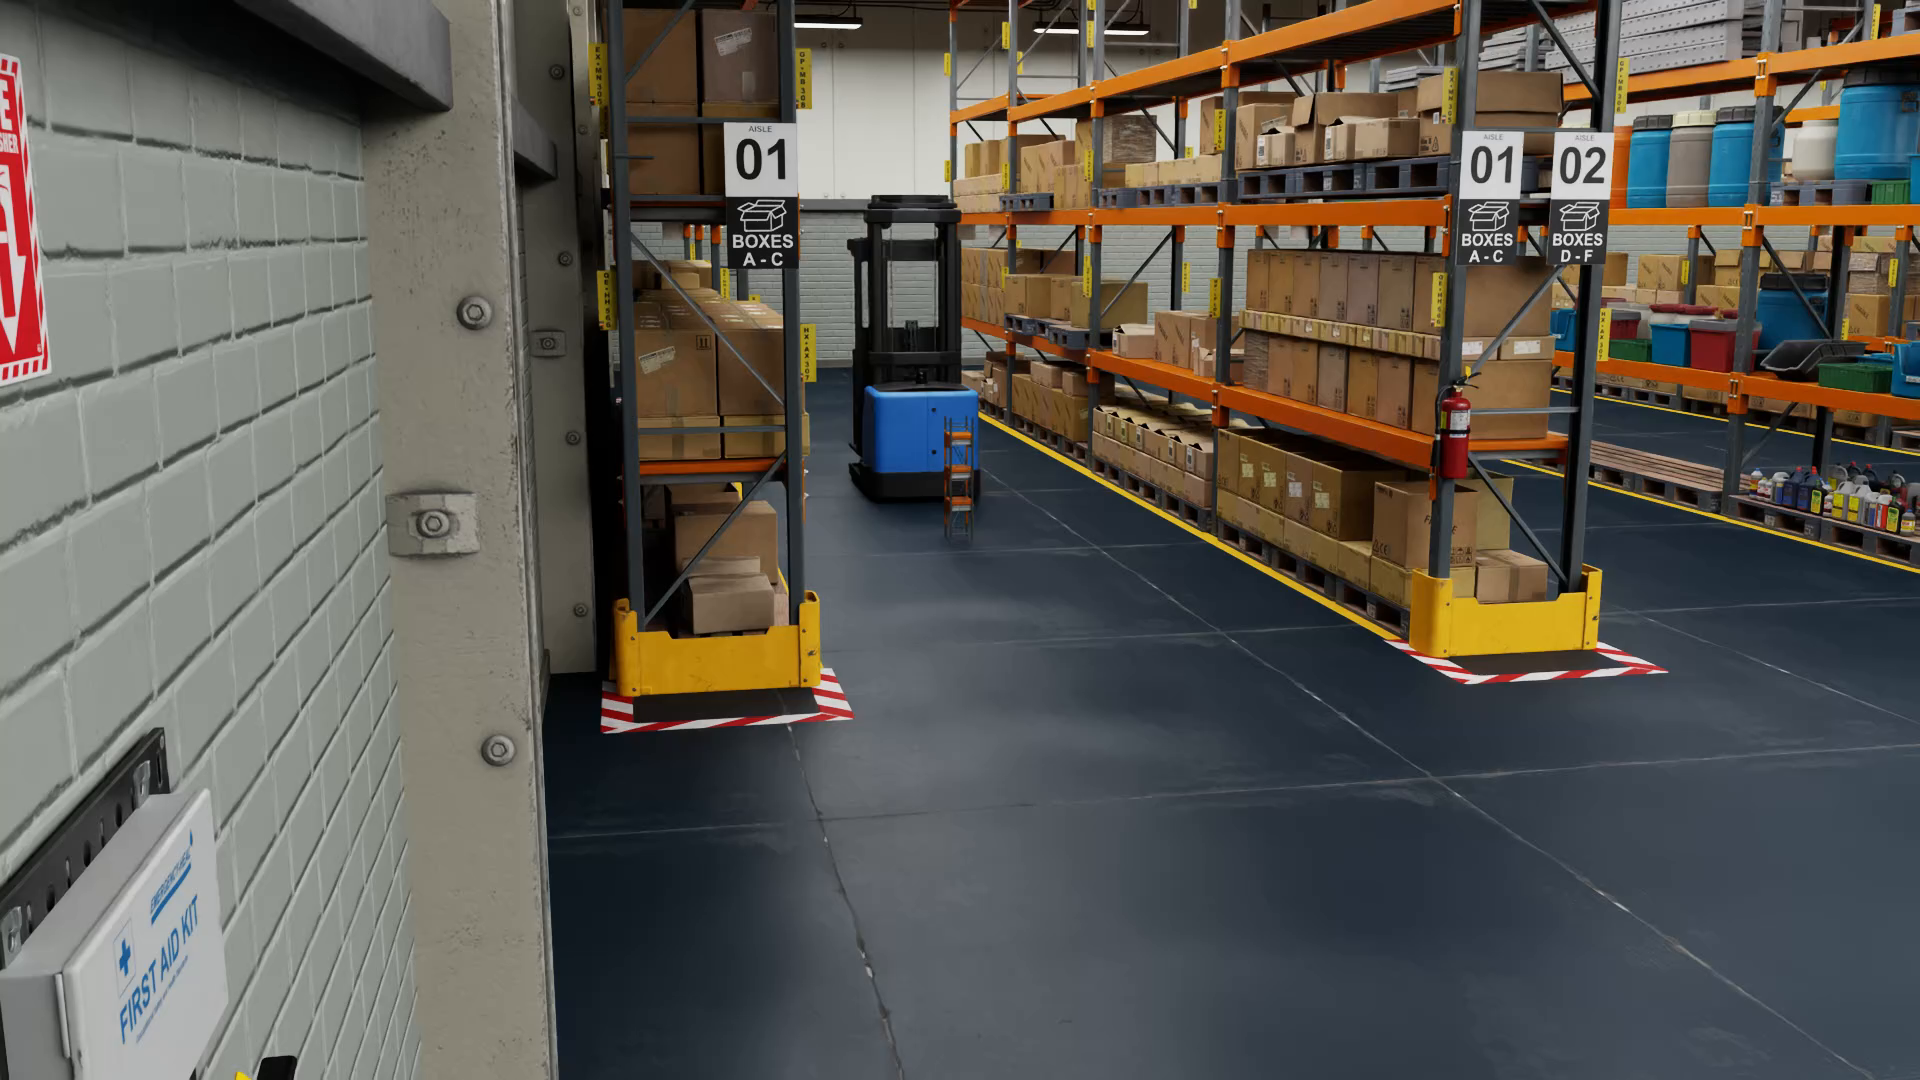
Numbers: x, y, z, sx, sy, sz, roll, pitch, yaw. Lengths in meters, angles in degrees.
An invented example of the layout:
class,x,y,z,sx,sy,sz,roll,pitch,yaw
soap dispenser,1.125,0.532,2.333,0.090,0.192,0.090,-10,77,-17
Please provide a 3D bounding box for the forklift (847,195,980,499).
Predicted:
class,x,y,z,sx,sy,sz,roll,pitch,yaw
forklift,-0.570,-2.068,17.221,1.130,2.935,3.031,-2,11,-10

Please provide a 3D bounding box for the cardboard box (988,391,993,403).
class,x,y,z,sx,sy,sz,roll,pitch,yaw
cardboard box,0.604,-1.974,22.993,0.380,0.149,0.250,-2,11,-11

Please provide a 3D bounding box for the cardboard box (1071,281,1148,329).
class,x,y,z,sx,sy,sz,roll,pitch,yaw
cardboard box,1.670,-2.631,18.605,0.700,0.500,0.500,-6,12,-30

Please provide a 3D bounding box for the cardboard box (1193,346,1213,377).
class,x,y,z,sx,sy,sz,roll,pitch,yaw
cardboard box,2.330,-1.619,15.038,0.396,0.266,0.258,-2,11,-12

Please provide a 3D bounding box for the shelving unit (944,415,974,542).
class,x,y,z,sx,sy,sz,roll,pitch,yaw
shelving unit,-0.010,-0.526,14.150,0.215,1.050,0.252,-2,11,-11

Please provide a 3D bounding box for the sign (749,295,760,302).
class,x,y,z,sx,sy,sz,roll,pitch,yaw
sign,-1.646,-1.796,13.294,0.100,0.325,0.005,-2,11,-11

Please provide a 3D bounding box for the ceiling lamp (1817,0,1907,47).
class,x,y,z,sx,sy,sz,roll,pitch,yaw
ceiling lamp,16.886,-10.670,30.576,2.000,3.185,0.800,-2,11,-11

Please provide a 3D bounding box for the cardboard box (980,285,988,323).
class,x,y,z,sx,sy,sz,roll,pitch,yaw
cardboard box,0.573,-3.318,23.337,0.500,0.500,0.500,-2,11,-10

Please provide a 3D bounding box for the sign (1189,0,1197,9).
class,x,y,z,sx,sy,sz,roll,pitch,yaw
sign,2.447,-5.768,17.515,0.100,0.325,0.005,-2,11,-11

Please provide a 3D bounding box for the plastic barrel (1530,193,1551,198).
class,x,y,z,sx,sy,sz,roll,pitch,yaw
plastic barrel,6.523,-3.904,18.362,0.421,0.512,0.421,0,11,0

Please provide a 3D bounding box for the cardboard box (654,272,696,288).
class,x,y,z,sx,sy,sz,roll,pitch,yaw
cardboard box,-2.859,-2.605,16.680,0.380,0.149,0.250,-4,11,-18

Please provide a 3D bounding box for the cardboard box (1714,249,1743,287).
class,x,y,z,sx,sy,sz,roll,pitch,yaw
cardboard box,10.976,-3.782,23.095,0.797,0.503,0.637,-2,11,-12

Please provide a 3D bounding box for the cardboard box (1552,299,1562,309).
class,x,y,z,sx,sy,sz,roll,pitch,yaw
cardboard box,9.862,-3.843,27.038,0.380,0.149,0.250,-2,11,-12

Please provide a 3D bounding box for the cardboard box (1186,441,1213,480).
class,x,y,z,sx,sy,sz,roll,pitch,yaw
cardboard box,2.321,-0.725,14.715,0.500,0.311,0.500,-2,11,-11

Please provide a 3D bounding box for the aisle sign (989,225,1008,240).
class,x,y,z,sx,sy,sz,roll,pitch,yaw
aisle sign,0.635,-5.032,25.658,0.394,0.787,0.004,-2,11,-11

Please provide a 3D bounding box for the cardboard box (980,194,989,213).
class,x,y,z,sx,sy,sz,roll,pitch,yaw
cardboard box,0.577,-4.660,23.038,0.500,0.250,0.500,-2,11,-11

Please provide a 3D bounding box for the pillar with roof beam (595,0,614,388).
class,x,y,z,sx,sy,sz,roll,pitch,yaw
pillar with roof beam,-1.662,-7.118,27.525,9.100,9.000,0.548,-2,11,-11

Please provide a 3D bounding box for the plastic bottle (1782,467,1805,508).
class,x,y,z,sx,sy,sz,roll,pitch,yaw
plastic bottle,7.291,-0.461,14.506,0.144,0.351,0.185,-2,11,-9

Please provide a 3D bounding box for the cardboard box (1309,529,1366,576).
class,x,y,z,sx,sy,sz,roll,pitch,yaw
cardboard box,2.857,0.077,11.998,0.500,0.250,0.500,-2,11,-11

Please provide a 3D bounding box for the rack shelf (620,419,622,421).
class,x,y,z,sx,sy,sz,roll,pitch,yaw
rack shelf,-2.566,-1.363,15.258,1.077,0.370,4.000,-2,11,-11

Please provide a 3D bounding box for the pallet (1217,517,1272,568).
class,x,y,z,sx,sy,sz,roll,pitch,yaw
pallet,2.795,-0.013,13.700,1.003,0.211,1.213,-2,11,-11

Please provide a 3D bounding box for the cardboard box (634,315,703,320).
class,x,y,z,sx,sy,sz,roll,pitch,yaw
cardboard box,-1.892,-1.186,10.749,0.500,0.500,0.500,-2,11,-13

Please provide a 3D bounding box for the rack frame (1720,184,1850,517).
class,x,y,z,sx,sy,sz,roll,pitch,yaw
rack frame,7.541,-1.710,15.157,1.000,3.000,0.127,-2,11,-11

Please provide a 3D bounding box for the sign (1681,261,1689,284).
class,x,y,z,sx,sy,sz,roll,pitch,yaw
sign,10.299,-3.801,23.616,0.100,0.325,0.005,-2,11,-11

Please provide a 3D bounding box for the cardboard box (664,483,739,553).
class,x,y,z,sx,sy,sz,roll,pitch,yaw
cardboard box,-1.936,-0.149,12.464,0.500,0.500,0.500,-3,11,-15

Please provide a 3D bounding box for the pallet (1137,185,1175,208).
class,x,y,z,sx,sy,sz,roll,pitch,yaw
pallet,2.343,-3.318,16.091,1.003,0.211,1.213,-2,11,-8

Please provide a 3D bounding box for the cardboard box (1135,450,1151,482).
class,x,y,z,sx,sy,sz,roll,pitch,yaw
cardboard box,2.022,-0.731,16.247,0.500,0.250,0.500,-2,11,-10

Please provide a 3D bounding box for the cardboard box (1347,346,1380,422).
class,x,y,z,sx,sy,sz,roll,pitch,yaw
cardboard box,3.183,-1.119,11.787,0.700,0.500,0.500,-2,11,-11

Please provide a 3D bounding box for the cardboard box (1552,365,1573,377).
class,x,y,z,sx,sy,sz,roll,pitch,yaw
cardboard box,10.268,-3.139,27.224,0.875,0.875,0.875,-2,11,-11

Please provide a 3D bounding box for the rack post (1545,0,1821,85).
class,x,y,z,sx,sy,sz,roll,pitch,yaw
rack post,7.073,-5.113,16.458,1.013,1.000,3.121,-2,11,-11

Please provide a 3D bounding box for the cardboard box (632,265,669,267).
class,x,y,z,sx,sy,sz,roll,pitch,yaw
cardboard box,-3.395,-2.825,17.896,0.500,0.250,0.500,-2,11,-13

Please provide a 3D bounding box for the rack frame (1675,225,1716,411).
class,x,y,z,sx,sy,sz,roll,pitch,yaw
rack frame,10.843,-3.357,23.812,1.000,3.000,0.127,-2,11,-11

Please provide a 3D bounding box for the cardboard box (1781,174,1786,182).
class,x,y,z,sx,sy,sz,roll,pitch,yaw
cardboard box,10.968,-4.789,22.426,0.500,0.311,0.500,-3,11,-13

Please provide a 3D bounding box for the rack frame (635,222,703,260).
class,x,y,z,sx,sy,sz,roll,pitch,yaw
rack frame,-3.733,-2.817,20.973,1.000,3.000,0.127,-2,11,-11

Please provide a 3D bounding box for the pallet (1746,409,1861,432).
class,x,y,z,sx,sy,sz,roll,pitch,yaw
pallet,11.308,-1.624,22.165,1.003,0.211,1.213,-2,11,-11

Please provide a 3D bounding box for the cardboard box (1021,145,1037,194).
class,x,y,z,sx,sy,sz,roll,pitch,yaw
cardboard box,1.151,-4.680,21.085,0.600,0.600,0.600,-3,11,-16

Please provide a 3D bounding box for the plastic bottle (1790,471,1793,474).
class,x,y,z,sx,sy,sz,roll,pitch,yaw
plastic bottle,7.367,-0.463,14.693,0.061,0.283,0.133,-2,11,-11

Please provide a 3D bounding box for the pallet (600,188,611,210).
class,x,y,z,sx,sy,sz,roll,pitch,yaw
pallet,-3.132,-3.580,17.466,1.213,0.211,1.003,-2,11,-8

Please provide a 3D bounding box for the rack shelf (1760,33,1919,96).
class,x,y,z,sx,sy,sz,roll,pitch,yaw
rack shelf,7.930,-3.740,12.773,1.077,0.370,4.000,-2,11,-11

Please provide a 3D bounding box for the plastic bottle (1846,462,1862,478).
class,x,y,z,sx,sy,sz,roll,pitch,yaw
plastic bottle,7.949,-0.517,14.798,0.144,0.351,0.185,-2,11,-13

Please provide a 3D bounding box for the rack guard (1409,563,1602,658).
class,x,y,z,sx,sy,sz,roll,pitch,yaw
rack guard,3.464,0.436,10.570,1.175,0.500,0.348,-2,11,-11

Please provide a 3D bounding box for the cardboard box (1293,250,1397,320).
class,x,y,z,sx,sy,sz,roll,pitch,yaw
cardboard box,2.970,-1.951,12.687,0.700,0.500,0.500,-2,11,-11

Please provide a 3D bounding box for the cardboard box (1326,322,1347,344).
class,x,y,z,sx,sy,sz,roll,pitch,yaw
cardboard box,2.894,-1.512,12.115,0.380,0.149,0.250,-2,11,-12

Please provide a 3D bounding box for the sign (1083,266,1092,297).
class,x,y,z,sx,sy,sz,roll,pitch,yaw
sign,1.373,-2.772,17.855,0.100,0.325,0.005,-2,11,-11

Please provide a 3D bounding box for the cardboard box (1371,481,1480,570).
class,x,y,z,sx,sy,sz,roll,pitch,yaw
cardboard box,3.063,-0.108,10.967,0.500,0.500,0.500,-2,11,-11

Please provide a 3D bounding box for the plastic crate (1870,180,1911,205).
class,x,y,z,sx,sy,sz,roll,pitch,yaw
plastic crate,7.581,-2.780,13.323,0.336,0.188,0.450,-2,11,-11

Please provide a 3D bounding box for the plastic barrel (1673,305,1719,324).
class,x,y,z,sx,sy,sz,roll,pitch,yaw
plastic barrel,7.427,-2.094,16.815,0.433,0.535,0.433,0,11,0

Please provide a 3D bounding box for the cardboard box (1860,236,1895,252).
class,x,y,z,sx,sy,sz,roll,pitch,yaw
cardboard box,14.961,-4.658,26.912,0.500,0.500,0.500,-2,11,-12

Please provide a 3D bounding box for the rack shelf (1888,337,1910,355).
class,x,y,z,sx,sy,sz,roll,pitch,yaw
rack shelf,12.010,-1.903,18.097,1.077,0.370,4.000,-2,11,-11

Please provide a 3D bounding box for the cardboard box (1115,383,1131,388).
class,x,y,z,sx,sy,sz,roll,pitch,yaw
cardboard box,1.789,-1.629,20.244,0.500,0.500,0.500,-3,11,-13
